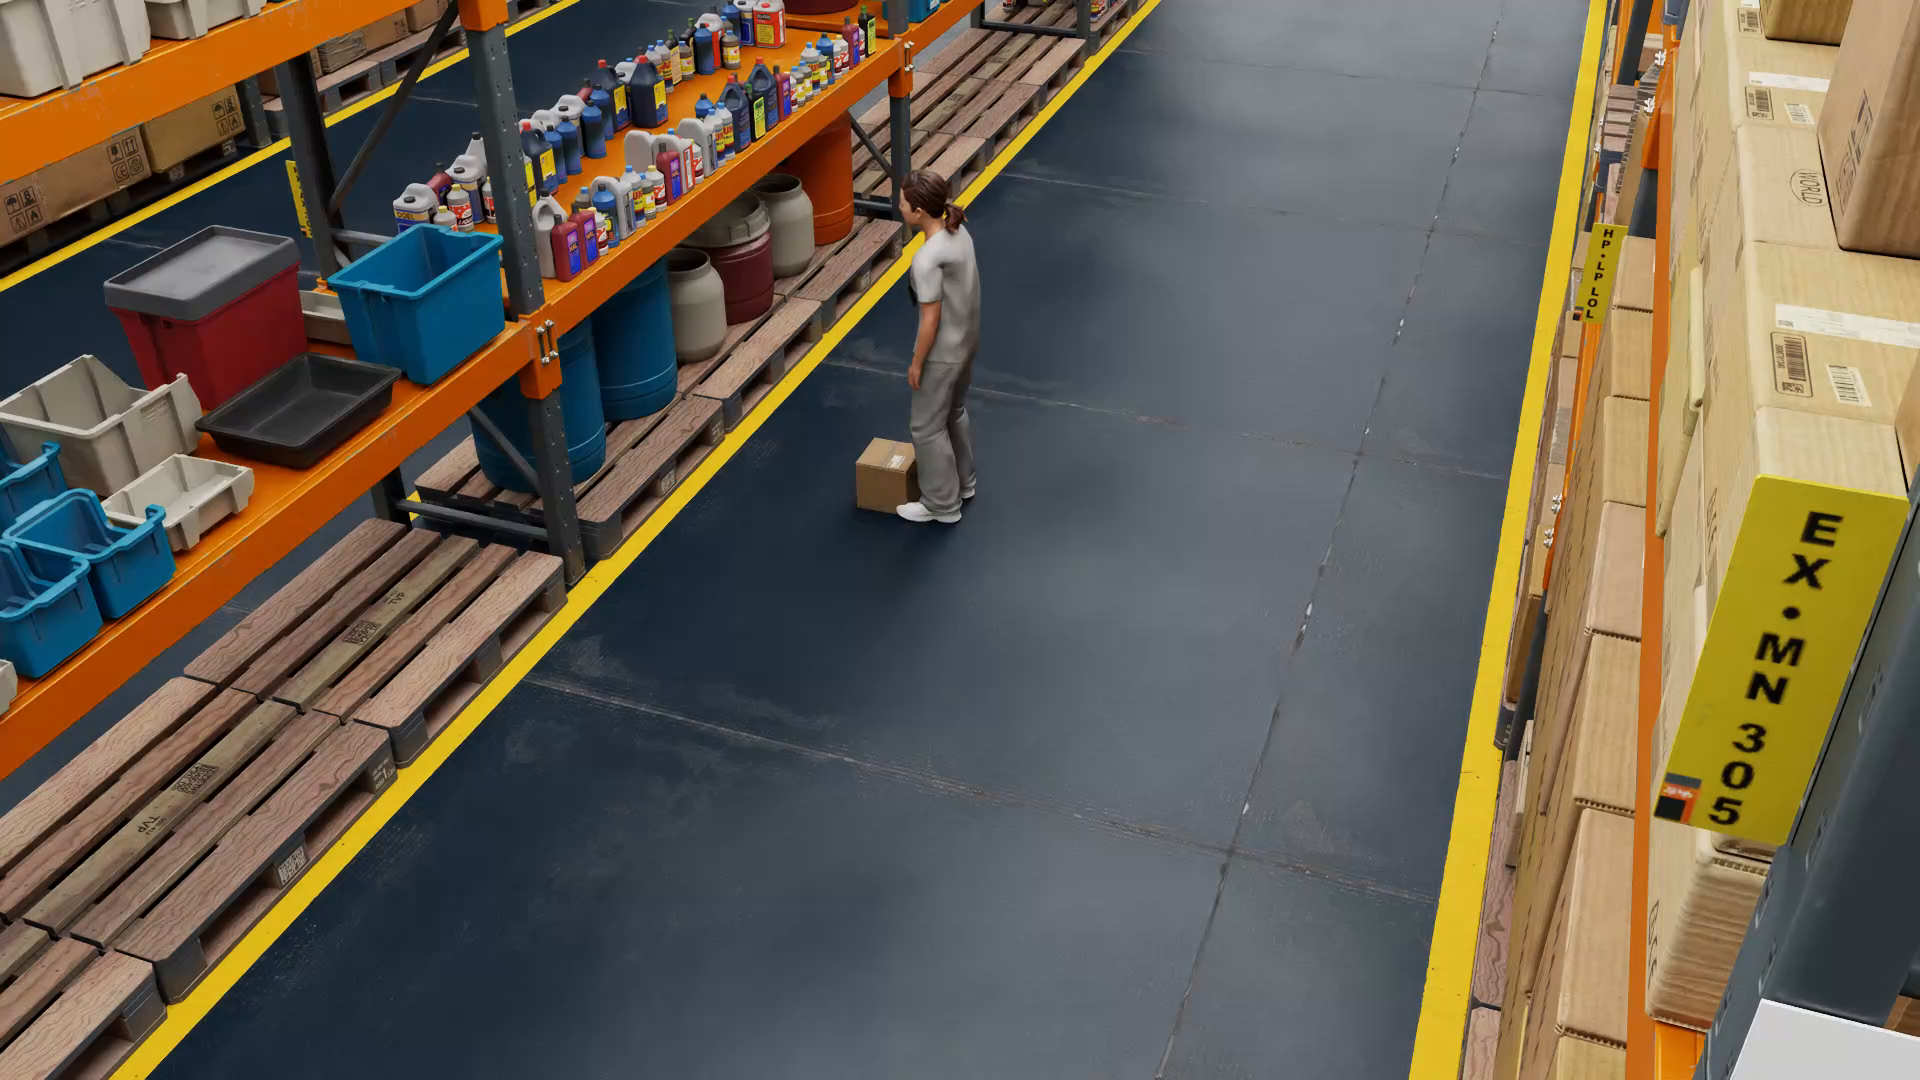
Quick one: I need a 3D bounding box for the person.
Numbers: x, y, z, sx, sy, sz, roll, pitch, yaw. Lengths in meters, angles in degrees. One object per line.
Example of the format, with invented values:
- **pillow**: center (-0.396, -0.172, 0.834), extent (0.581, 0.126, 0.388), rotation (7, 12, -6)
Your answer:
- **person**: center (-0.095, -0.854, 7.437), extent (0.354, 1.673, 0.490), rotation (11, 35, 16)
